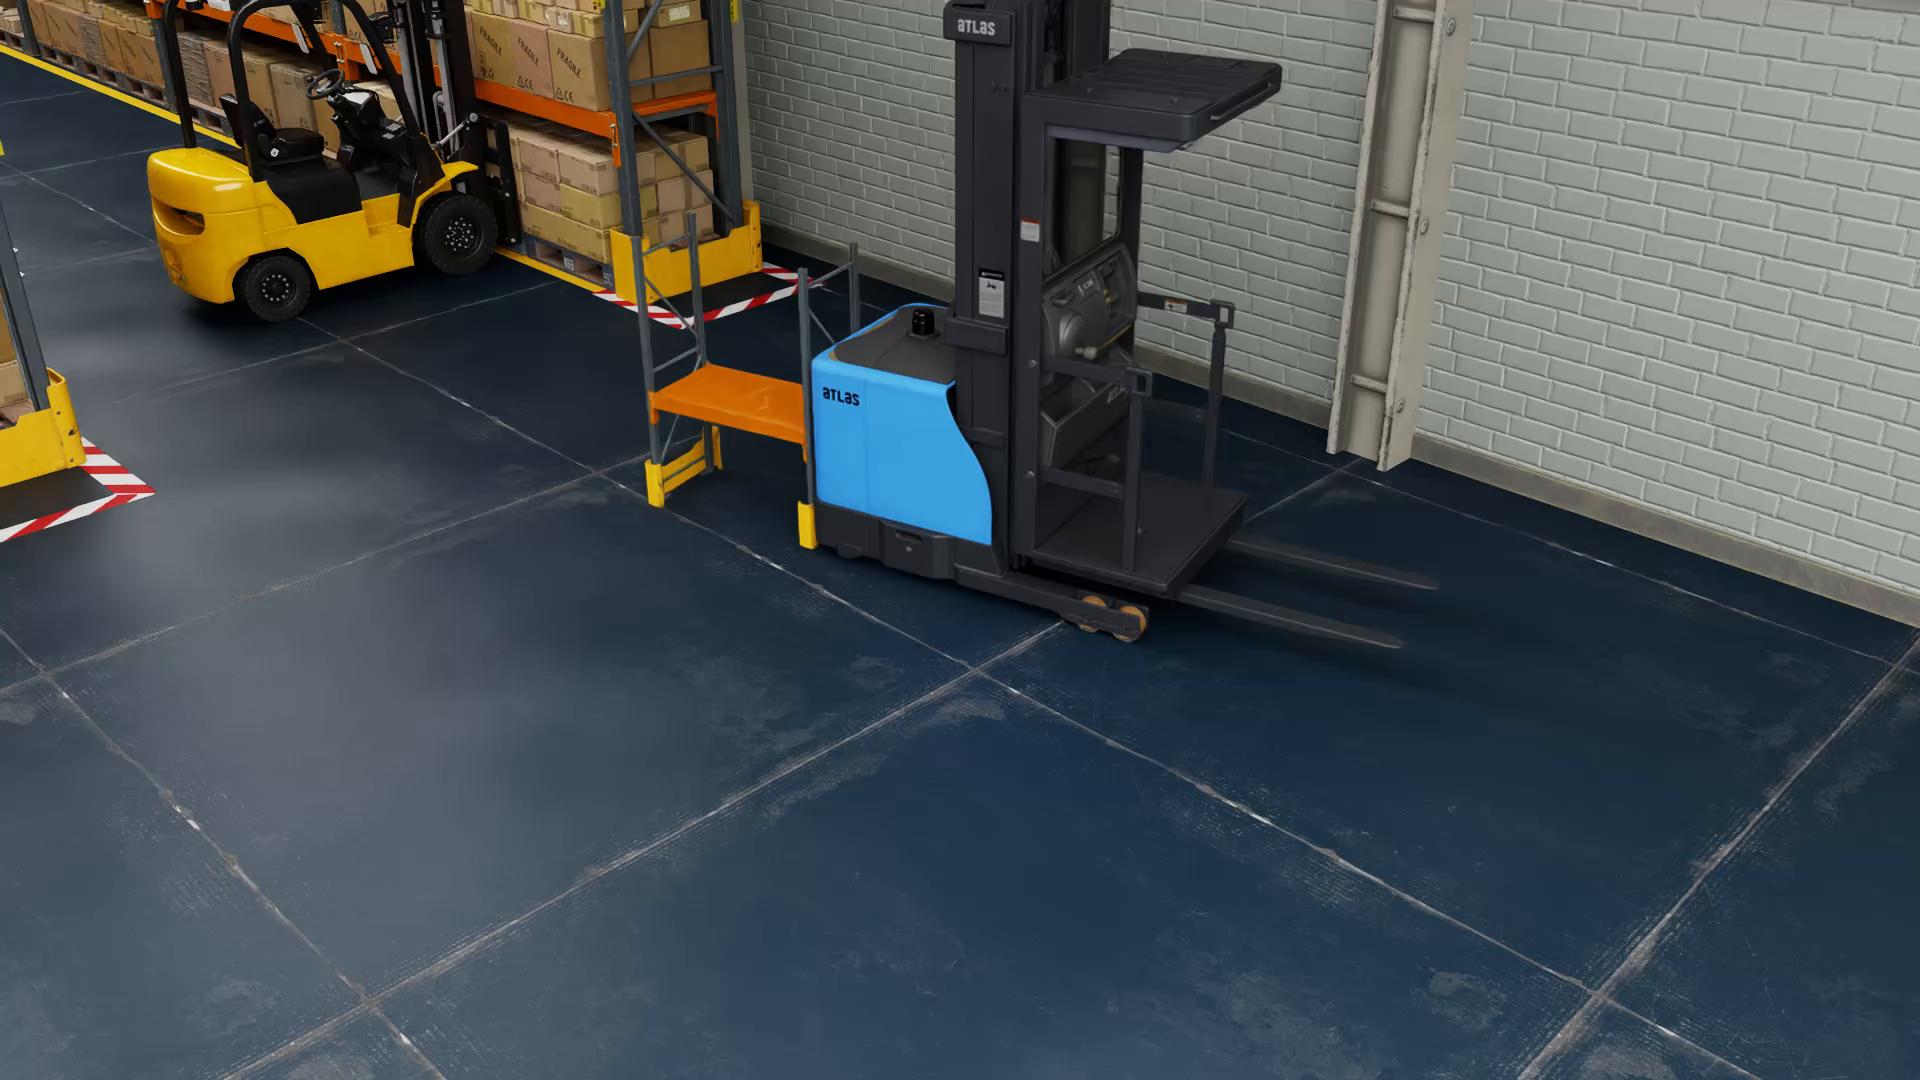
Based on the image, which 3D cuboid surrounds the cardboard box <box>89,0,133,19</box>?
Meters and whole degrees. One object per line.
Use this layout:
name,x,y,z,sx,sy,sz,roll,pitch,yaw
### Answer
cardboard box,-9.185,-5.760,18.020,0.250,0.149,0.380,23,35,36

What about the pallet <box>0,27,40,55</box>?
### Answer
pallet,-11.071,-6.170,20.257,1.213,0.211,1.003,25,36,38

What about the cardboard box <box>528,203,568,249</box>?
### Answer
cardboard box,-2.929,-2.447,12.684,0.500,0.250,0.500,25,36,38

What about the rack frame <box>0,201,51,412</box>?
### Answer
rack frame,-5.502,-1.616,8.600,0.127,3.000,1.000,25,36,38

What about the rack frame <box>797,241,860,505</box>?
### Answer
rack frame,-0.650,-0.740,8.546,0.032,1.500,0.500,15,31,26

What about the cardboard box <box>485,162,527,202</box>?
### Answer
cardboard box,-3.324,-2.838,12.891,0.500,0.250,0.500,24,36,37

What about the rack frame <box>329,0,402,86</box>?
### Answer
rack frame,-4.877,-4.570,14.217,0.127,3.000,1.000,25,36,38

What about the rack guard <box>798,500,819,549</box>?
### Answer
rack guard,-0.667,-0.192,8.846,0.087,0.250,0.587,15,31,26

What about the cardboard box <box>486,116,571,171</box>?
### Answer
cardboard box,-3.307,-3.049,12.754,0.500,0.250,0.500,-25,37,-39

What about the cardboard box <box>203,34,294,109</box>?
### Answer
cardboard box,-6.823,-4.591,16.358,0.875,0.625,0.625,-24,36,-38

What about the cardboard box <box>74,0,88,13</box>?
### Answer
cardboard box,-9.537,-5.936,18.353,0.380,0.149,0.250,-24,36,-37

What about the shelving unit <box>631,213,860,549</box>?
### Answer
shelving unit,-1.102,-0.858,8.770,1.083,1.500,0.587,15,31,26

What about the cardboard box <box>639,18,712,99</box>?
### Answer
cardboard box,-2.183,-3.562,12.195,0.500,0.500,0.500,-24,36,-38

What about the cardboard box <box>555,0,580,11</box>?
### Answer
cardboard box,-2.626,-3.845,11.714,0.250,0.149,0.380,25,36,38

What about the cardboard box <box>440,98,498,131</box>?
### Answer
cardboard box,-4.032,-3.390,13.403,0.500,0.250,0.500,-24,36,-38

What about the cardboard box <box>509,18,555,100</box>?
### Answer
cardboard box,-2.923,-3.554,12.179,0.500,0.500,0.500,-24,36,-38

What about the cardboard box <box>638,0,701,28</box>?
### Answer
cardboard box,-2.085,-3.793,11.935,0.250,0.149,0.380,23,36,37

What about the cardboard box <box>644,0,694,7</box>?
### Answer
cardboard box,-2.115,-3.908,11.835,0.250,0.149,0.380,24,36,37

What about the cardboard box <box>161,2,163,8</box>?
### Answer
cardboard box,-8.636,-5.854,18.197,0.250,0.149,0.380,24,36,37

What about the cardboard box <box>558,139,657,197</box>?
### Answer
cardboard box,-2.572,-2.723,12.134,0.500,0.250,0.500,-24,36,-38

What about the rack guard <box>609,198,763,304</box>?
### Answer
rack guard,-2.008,-2.150,12.302,0.348,0.500,1.175,25,36,38

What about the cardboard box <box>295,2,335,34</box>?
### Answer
cardboard box,-5.420,-4.581,14.400,0.500,0.250,0.500,-24,36,-38

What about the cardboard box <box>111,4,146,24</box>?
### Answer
cardboard box,-8.789,-5.599,17.713,0.380,0.149,0.250,-24,36,-38

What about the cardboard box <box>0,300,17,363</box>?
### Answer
cardboard box,-5.901,-1.279,9.657,0.500,0.500,0.500,23,36,37

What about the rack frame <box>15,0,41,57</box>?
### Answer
rack frame,-10.582,-7.180,19.182,0.127,3.000,1.000,25,36,38

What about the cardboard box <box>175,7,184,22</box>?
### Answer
cardboard box,-8.287,-5.665,17.838,0.380,0.149,0.250,-25,37,-39

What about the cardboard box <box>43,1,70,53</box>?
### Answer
cardboard box,-10.008,-5.856,18.899,0.500,0.500,0.500,24,36,38

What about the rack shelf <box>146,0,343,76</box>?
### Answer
rack shelf,-6.303,-4.904,15.626,4.000,0.370,1.077,25,36,38

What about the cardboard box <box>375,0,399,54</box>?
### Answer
cardboard box,-4.361,-4.218,13.441,0.500,0.500,0.500,-25,36,-38

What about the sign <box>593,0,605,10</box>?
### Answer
sign,-2.415,-3.706,11.077,0.005,0.325,0.100,25,36,38

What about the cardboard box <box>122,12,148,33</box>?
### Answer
cardboard box,-8.476,-5.397,17.329,0.250,0.149,0.380,22,35,36

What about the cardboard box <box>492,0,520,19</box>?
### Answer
cardboard box,-3.206,-3.951,12.236,0.250,0.149,0.380,23,36,37

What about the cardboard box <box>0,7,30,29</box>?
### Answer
cardboard box,-11.439,-6.356,20.102,0.396,0.266,0.258,-24,36,-37

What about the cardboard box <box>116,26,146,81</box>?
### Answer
cardboard box,-8.531,-5.188,17.627,0.500,0.500,0.500,24,36,38

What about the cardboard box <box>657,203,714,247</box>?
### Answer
cardboard box,-2.238,-2.458,12.706,0.500,0.250,0.500,25,37,39

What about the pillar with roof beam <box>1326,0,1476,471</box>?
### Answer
pillar with roof beam,-0.629,-3.060,4.900,0.400,9.000,9.100,25,36,38

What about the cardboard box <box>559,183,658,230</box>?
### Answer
cardboard box,-2.591,-2.510,12.266,0.500,0.250,0.500,24,36,38

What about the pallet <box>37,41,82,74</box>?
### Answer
pallet,-9.975,-5.693,19.350,1.213,0.211,1.003,25,36,38

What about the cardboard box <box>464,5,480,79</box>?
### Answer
cardboard box,-3.655,-3.882,12.802,0.500,0.500,0.500,25,37,39

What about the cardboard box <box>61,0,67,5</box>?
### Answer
cardboard box,-9.865,-6.112,18.687,0.250,0.149,0.380,24,36,38

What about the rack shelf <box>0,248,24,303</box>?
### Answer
rack shelf,-6.928,-1.950,10.009,4.000,0.370,1.077,25,36,38

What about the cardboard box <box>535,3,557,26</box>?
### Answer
cardboard box,-2.814,-3.794,11.939,0.380,0.149,0.250,-24,36,-38

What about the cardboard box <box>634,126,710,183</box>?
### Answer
cardboard box,-2.235,-2.895,12.462,0.500,0.250,0.500,24,36,38

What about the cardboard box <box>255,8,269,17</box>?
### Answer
cardboard box,-6.115,-4.915,15.036,0.500,0.250,0.500,25,37,39

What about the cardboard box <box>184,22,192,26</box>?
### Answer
cardboard box,-8.170,-5.351,17.939,0.500,0.500,0.500,25,37,39

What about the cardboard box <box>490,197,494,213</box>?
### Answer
cardboard box,-3.666,-2.775,13.308,0.500,0.250,0.500,-24,36,-38

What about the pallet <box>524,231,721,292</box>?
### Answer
pallet,-2.600,-2.266,12.832,1.213,0.211,1.003,25,36,38

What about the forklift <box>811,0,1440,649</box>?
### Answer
forklift,0.791,-1.100,7.693,3.031,2.935,1.130,15,31,26

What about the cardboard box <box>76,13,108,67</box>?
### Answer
cardboard box,-9.290,-5.521,18.261,0.500,0.500,0.500,23,35,37

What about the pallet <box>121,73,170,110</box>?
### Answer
pallet,-8.235,-4.897,17.836,1.213,0.211,1.003,25,36,38

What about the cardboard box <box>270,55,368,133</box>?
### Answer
cardboard box,-5.805,-4.127,15.475,0.625,0.625,0.875,24,36,38

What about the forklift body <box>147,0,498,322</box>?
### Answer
forklift body,-4.656,-2.902,11.958,1.214,2.155,2.313,25,36,38

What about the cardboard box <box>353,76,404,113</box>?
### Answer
cardboard box,-4.752,-3.719,14.029,0.500,0.250,0.500,24,36,38

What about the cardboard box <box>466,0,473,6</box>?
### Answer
cardboard box,-3.515,-4.138,12.592,0.250,0.149,0.380,24,36,38

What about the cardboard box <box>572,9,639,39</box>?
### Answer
cardboard box,-2.469,-3.616,11.599,0.380,0.149,0.250,-25,36,-38

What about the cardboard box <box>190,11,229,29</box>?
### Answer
cardboard box,-7.883,-5.515,17.553,0.380,0.149,0.250,-23,35,-37

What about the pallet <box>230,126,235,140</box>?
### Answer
pallet,-6.304,-3.961,16.056,1.213,0.211,1.003,25,36,38
